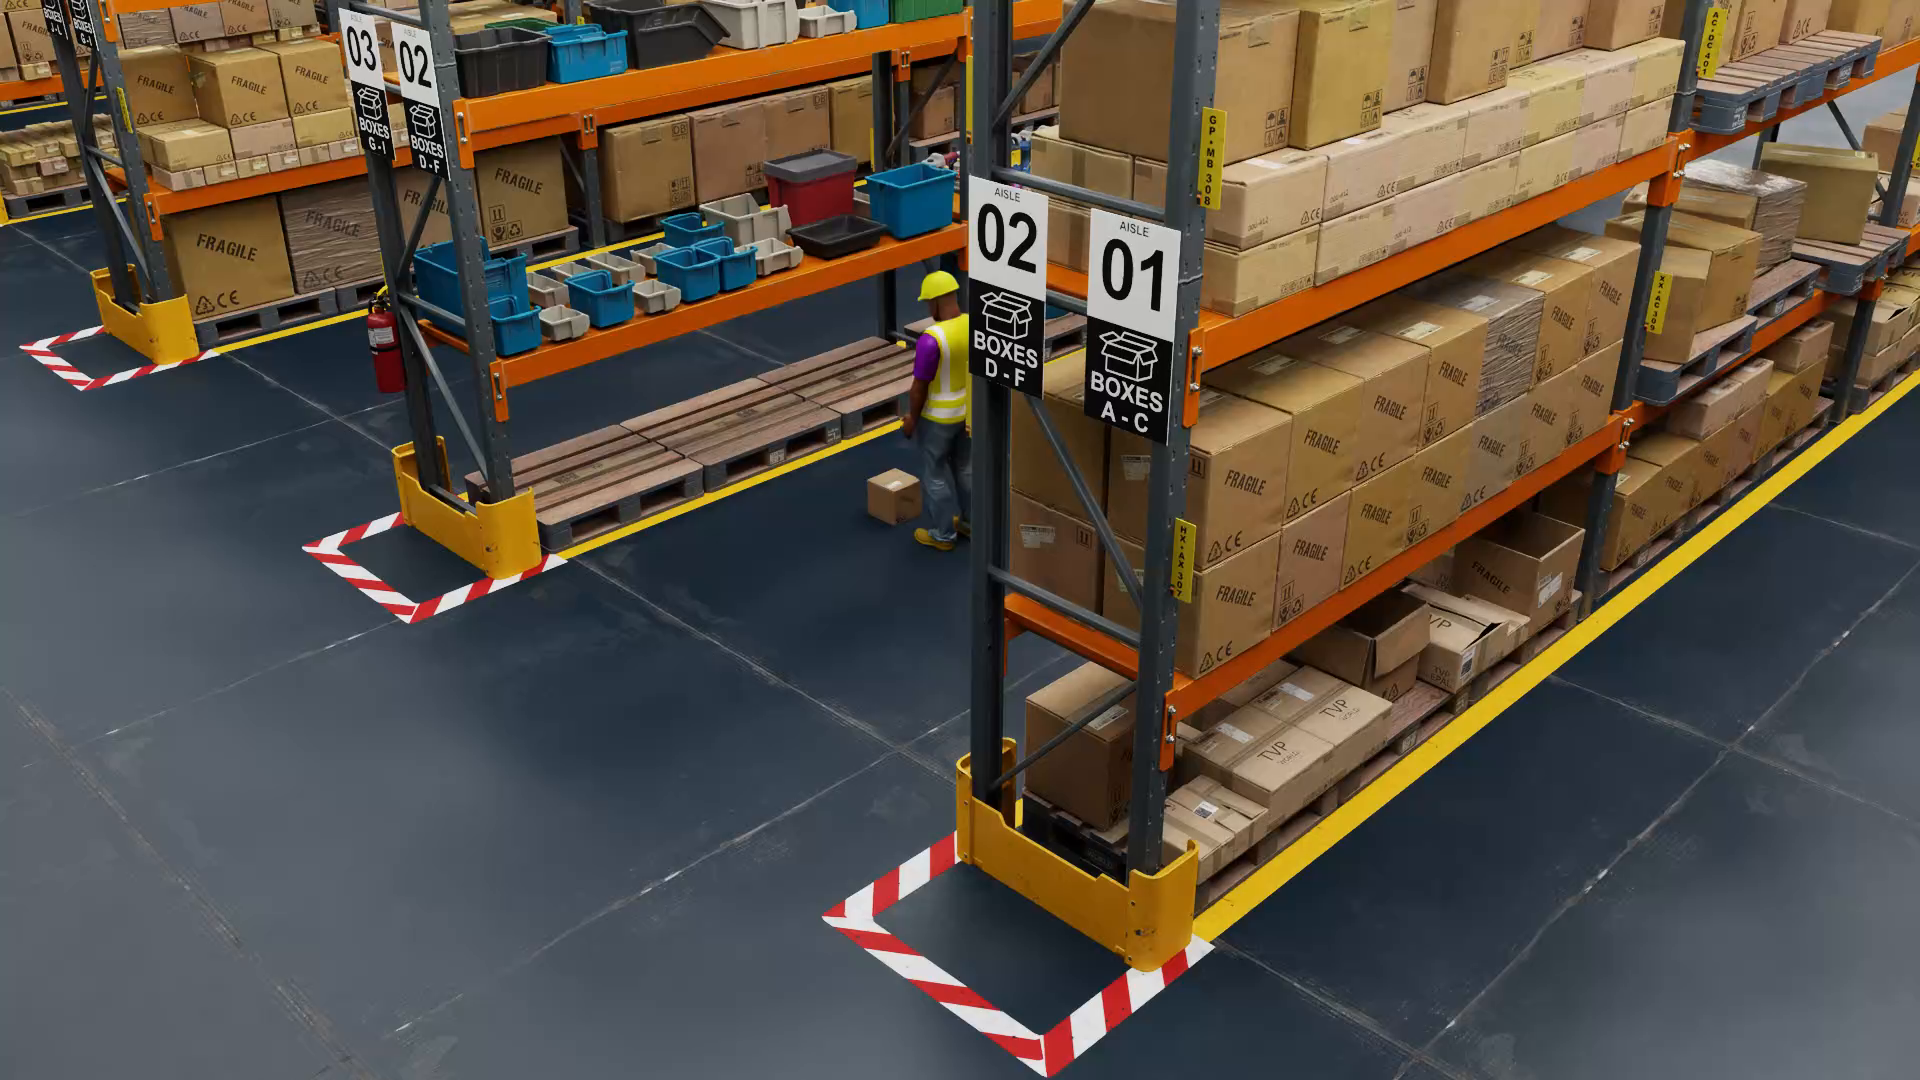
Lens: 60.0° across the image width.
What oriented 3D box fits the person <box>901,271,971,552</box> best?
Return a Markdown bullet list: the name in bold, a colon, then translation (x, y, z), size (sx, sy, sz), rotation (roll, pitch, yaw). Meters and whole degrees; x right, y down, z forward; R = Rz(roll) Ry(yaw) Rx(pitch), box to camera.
- **person**: translation (-0.083, -0.782, 10.104), size (0.564, 1.751, 0.384), rotation (-24, 36, -38)
